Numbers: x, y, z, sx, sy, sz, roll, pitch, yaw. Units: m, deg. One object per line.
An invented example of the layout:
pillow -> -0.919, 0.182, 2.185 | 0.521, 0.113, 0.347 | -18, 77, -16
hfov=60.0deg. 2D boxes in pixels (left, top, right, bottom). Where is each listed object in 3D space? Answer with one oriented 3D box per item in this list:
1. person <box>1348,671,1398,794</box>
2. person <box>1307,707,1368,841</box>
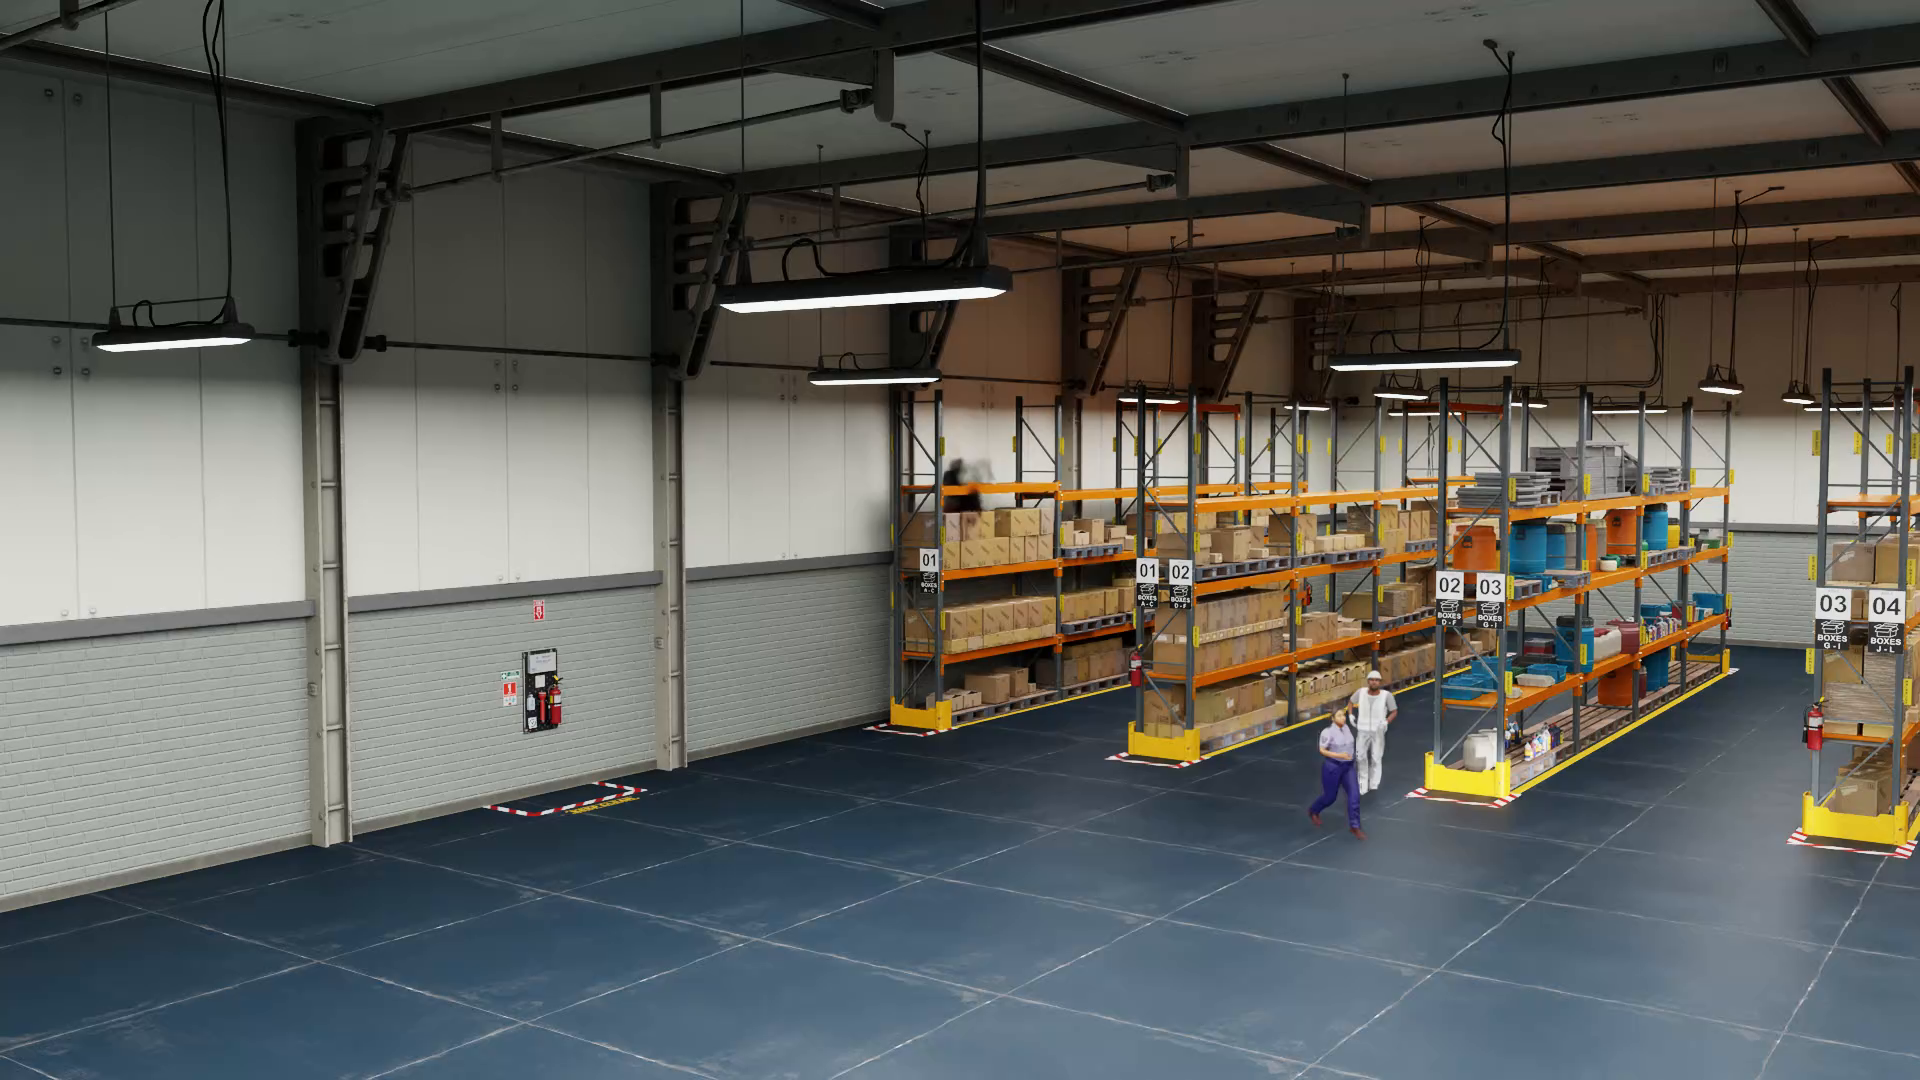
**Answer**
person -> 5.942, 2.795, 24.024 | 0.730, 1.821, 0.570 | 1, 3, 21
person -> 4.870, 2.977, 21.426 | 0.616, 1.663, 0.945 | -2, 4, -28
